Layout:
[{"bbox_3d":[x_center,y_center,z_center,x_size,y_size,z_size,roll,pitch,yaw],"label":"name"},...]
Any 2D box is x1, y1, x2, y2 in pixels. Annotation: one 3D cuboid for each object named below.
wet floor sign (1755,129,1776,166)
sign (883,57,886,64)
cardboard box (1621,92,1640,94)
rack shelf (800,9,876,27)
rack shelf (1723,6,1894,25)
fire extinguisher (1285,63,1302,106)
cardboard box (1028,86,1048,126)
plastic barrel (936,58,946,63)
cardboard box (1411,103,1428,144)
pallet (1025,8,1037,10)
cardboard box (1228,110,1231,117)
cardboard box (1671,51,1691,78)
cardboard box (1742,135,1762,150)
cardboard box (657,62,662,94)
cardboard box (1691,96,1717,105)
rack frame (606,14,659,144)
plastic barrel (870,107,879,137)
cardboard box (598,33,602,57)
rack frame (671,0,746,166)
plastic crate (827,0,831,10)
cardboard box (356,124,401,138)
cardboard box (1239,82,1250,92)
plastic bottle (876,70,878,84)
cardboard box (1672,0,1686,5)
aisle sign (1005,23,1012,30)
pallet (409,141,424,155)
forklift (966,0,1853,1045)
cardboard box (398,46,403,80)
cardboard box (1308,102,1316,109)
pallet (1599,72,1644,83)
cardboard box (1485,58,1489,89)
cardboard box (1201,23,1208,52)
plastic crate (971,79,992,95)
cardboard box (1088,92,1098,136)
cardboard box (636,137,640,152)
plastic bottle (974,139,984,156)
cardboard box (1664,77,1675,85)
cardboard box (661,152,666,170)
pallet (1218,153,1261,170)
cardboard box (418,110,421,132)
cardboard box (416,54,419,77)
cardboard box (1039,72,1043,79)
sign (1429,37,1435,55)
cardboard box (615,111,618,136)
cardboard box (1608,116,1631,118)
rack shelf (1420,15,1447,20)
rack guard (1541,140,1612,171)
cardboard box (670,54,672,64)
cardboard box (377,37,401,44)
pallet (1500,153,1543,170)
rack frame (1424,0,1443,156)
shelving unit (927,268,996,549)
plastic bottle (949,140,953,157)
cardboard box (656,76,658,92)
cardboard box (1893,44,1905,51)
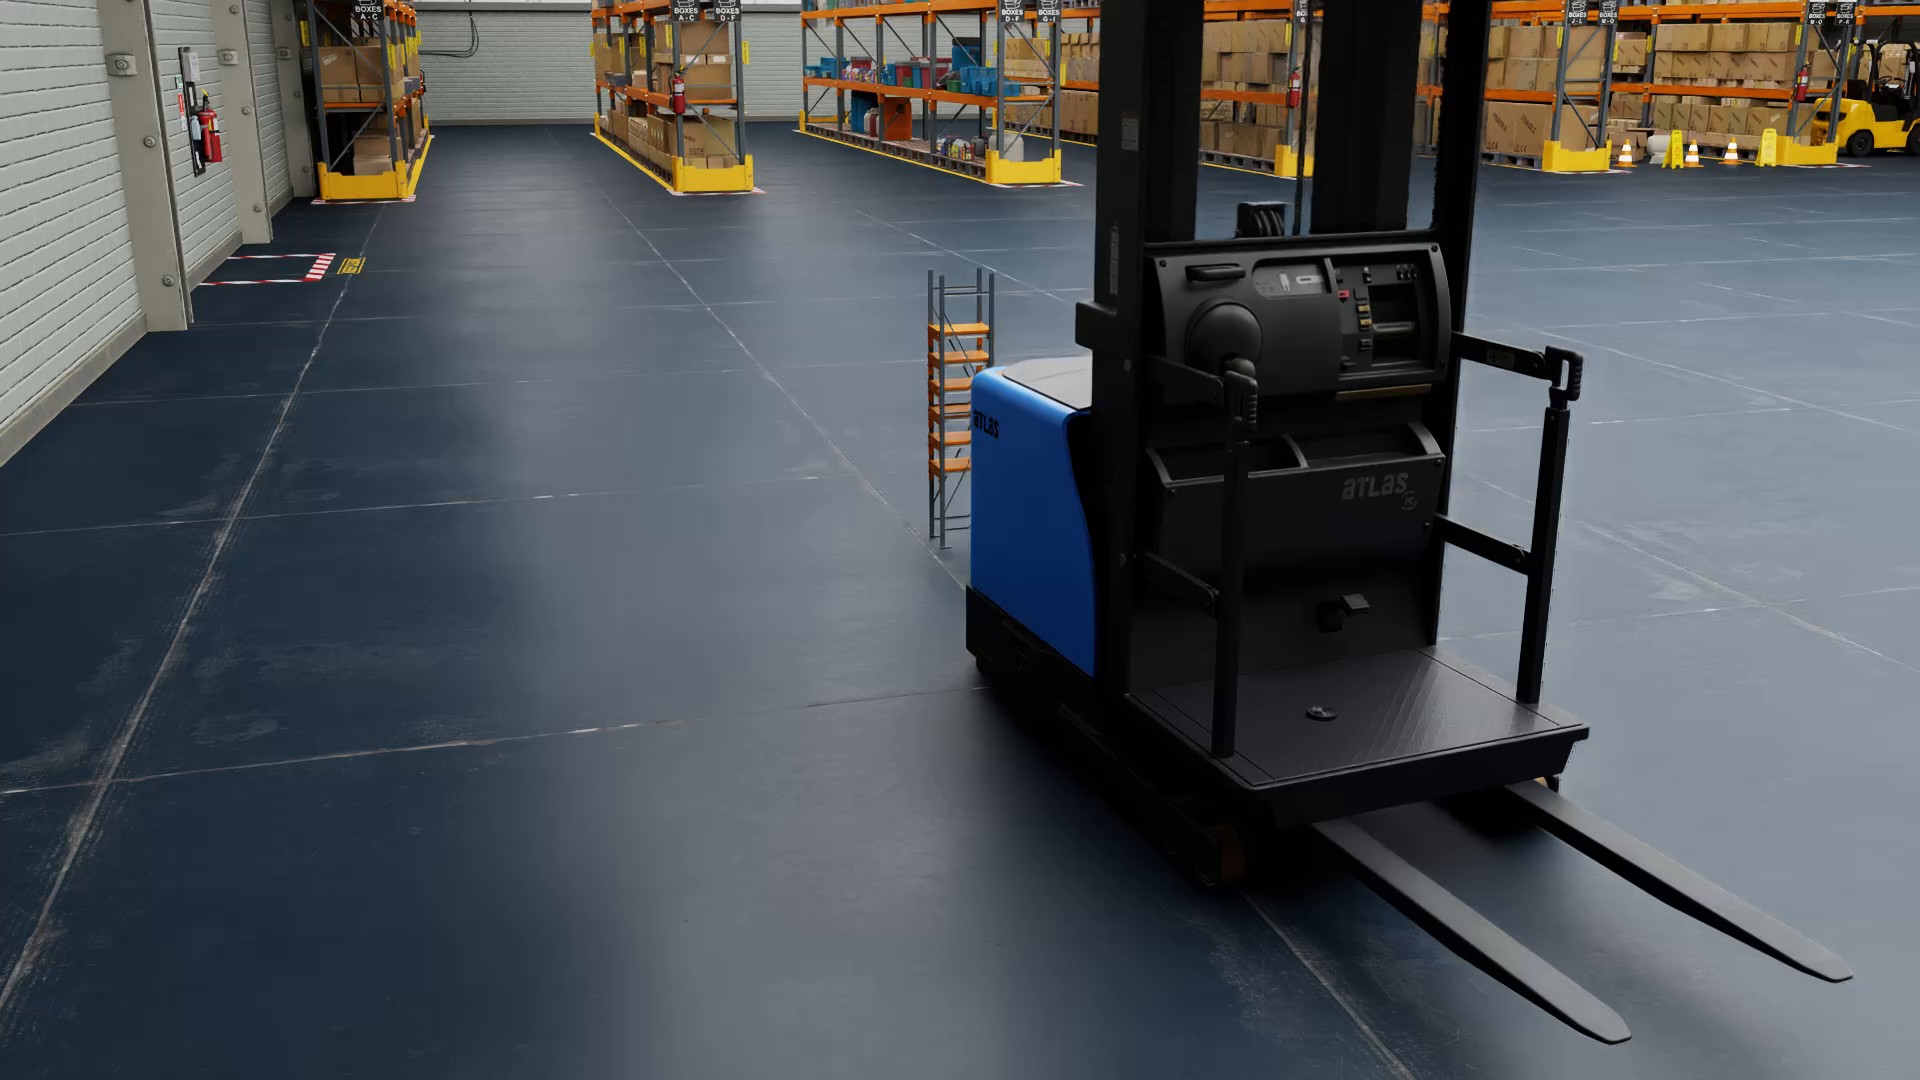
[{"bbox_3d":[14.379,-6.991,29.603,0.267,0.644,0.232,1,17,4],"label":"wet floor sign"},{"bbox_3d":[-1.704,-10.575,36.963,0.100,0.325,0.005,-5,17,-15],"label":"sign"},{"bbox_3d":[16.789,-11.237,41.617,0.380,0.149,0.250,-6,18,-18],"label":"cardboard box"},{"bbox_3d":[-2.783,-12.045,38.373,1.077,0.370,4.000,-5,17,-15],"label":"rack shelf"},{"bbox_3d":[18.478,-11.401,36.228,1.077,0.370,4.000,-5,17,-15],"label":"rack shelf"},{"bbox_3d":[5.415,-7.367,26.897,0.296,0.674,0.183,-5,17,-15],"label":"fire extinguisher"},{"bbox_3d":[2.177,-10.413,39.866,0.875,0.875,0.875,-5,17,-15],"label":"cardboard box"},{"bbox_3d":[-0.288,-8.737,31.087,0.433,0.535,0.433,0,17,0],"label":"plastic barrel"},{"bbox_3d":[9.267,-8.231,32.820,1.050,0.750,0.750,-5,17,-16],"label":"cardboard box"},{"bbox_3d":[1.983,-12.749,39.622,1.003,0.211,1.213,-5,17,-15],"label":"pallet"},{"bbox_3d":[6.782,-10.419,40.634,0.380,0.149,0.250,-5,17,-15],"label":"cardboard box"},{"bbox_3d":[14.269,-9.272,32.413,0.500,0.500,0.500,-5,17,-15],"label":"cardboard box"},{"bbox_3d":[14.868,-7.349,30.752,0.500,0.250,0.500,-5,17,-16],"label":"cardboard box"},{"bbox_3d":[-4.670,-7.722,27.771,0.700,0.500,0.500,-5,17,-17],"label":"cardboard box"},{"bbox_3d":[14.355,-8.476,32.073,0.380,0.149,0.250,-4,17,-12],"label":"cardboard box"},{"bbox_3d":[-6.997,-10.009,35.559,1.000,3.000,0.127,-5,17,-15],"label":"rack frame"},{"bbox_3d":[-1.595,-8.786,34.949,0.600,0.588,0.708,-5,17,-15],"label":"plastic barrel"},{"bbox_3d":[-7.804,-11.075,37.197,0.500,0.500,0.500,-5,17,-16],"label":"cardboard box"},{"bbox_3d":[-3.699,-6.690,24.509,1.000,3.000,0.127,-5,17,-15],"label":"rack frame"},{"bbox_3d":[-2.790,-11.983,37.206,0.416,0.233,0.300,-5,17,-15],"label":"plastic crate"},{"bbox_3d":[-10.218,-7.042,29.261,0.700,0.500,0.500,-5,17,-16],"label":"cardboard box"},{"bbox_3d":[5.037,-7.821,28.711,0.380,0.149,0.250,-5,17,-15],"label":"cardboard box"},{"bbox_3d":[-1.655,-9.316,33.453,0.061,0.283,0.133,-5,17,-15],"label":"plastic bottle"},{"bbox_3d":[14.122,-10.496,32.401,0.380,0.149,0.250,-5,17,-15],"label":"cardboard box"},{"bbox_3d":[1.122,-13.139,41.460,0.394,0.787,0.004,-5,17,-15],"label":"aisle sign"},{"bbox_3d":[-11.135,-7.735,32.837,1.003,0.211,1.213,-5,17,-15],"label":"pallet"},{"bbox_3d":[1.043,-0.624,4.433,1.130,2.935,3.031,-7,18,-21],"label":"forklift"},{"bbox_3d":[-8.990,-7.457,25.984,0.500,0.500,0.500,-5,17,-16],"label":"cardboard box"},{"bbox_3d":[7.985,-9.581,36.444,0.500,0.250,0.500,-5,17,-17],"label":"cardboard box"},{"bbox_3d":[13.740,-9.832,35.304,1.003,0.211,1.213,-5,17,-15],"label":"pallet"},{"bbox_3d":[9.845,-8.604,30.622,0.875,0.550,0.550,-5,17,-15],"label":"cardboard box"},{"bbox_3d":[4.607,-9.103,30.114,0.500,0.500,0.500,-5,17,-15],"label":"cardboard box"},{"bbox_3d":[0.466,-7.304,26.812,0.499,0.251,0.408,-5,17,-15],"label":"plastic crate"},{"bbox_3d":[3.459,-9.061,35.366,1.225,0.875,0.875,-6,18,-18],"label":"cardboard box"},{"bbox_3d":[-5.608,-7.195,30.239,0.500,0.250,0.500,-4,17,-14],"label":"cardboard box"},{"bbox_3d":[0.337,-6.866,29.065,0.152,0.276,0.135,-5,17,-15],"label":"plastic bottle"},{"bbox_3d":[14.153,-9.063,32.847,0.380,0.149,0.250,-4,17,-14],"label":"cardboard box"},{"bbox_3d":[-4.419,-5.975,26.177,0.500,0.250,0.500,-5,17,-15],"label":"cardboard box"},{"bbox_3d":[5.285,-6.722,29.463,1.003,0.211,1.213,-5,17,-15],"label":"pallet"},{"bbox_3d":[-12.140,-9.117,36.204,0.700,0.500,0.500,-4,17,-14],"label":"cardboard box"},{"bbox_3d":[-12.498,-10.526,36.758,0.980,0.700,0.700,-5,17,-16],"label":"cardboard box"},{"bbox_3d":[2.059,-10.801,38.631,0.380,0.149,0.250,-4,17,-14],"label":"cardboard box"},{"bbox_3d":[9.005,-9.414,31.702,0.100,0.325,0.005,-5,17,-15],"label":"sign"},{"bbox_3d":[-6.941,-8.723,34.858,0.500,0.500,0.500,-4,17,-14],"label":"cardboard box"},{"bbox_3d":[13.716,-8.840,35.506,0.950,0.372,0.625,-4,17,-13],"label":"cardboard box"},{"bbox_3d":[11.508,-13.220,42.285,1.077,0.370,4.000,-5,17,-15],"label":"rack shelf"},{"bbox_3d":[10.630,-6.632,28.663,1.175,0.500,0.348,-5,17,-15],"label":"rack guard"},{"bbox_3d":[-4.271,-7.424,25.653,0.380,0.149,0.250,-4,17,-14],"label":"cardboard box"},{"bbox_3d":[-10.544,-9.223,30.913,0.500,0.250,0.500,-4,17,-14],"label":"cardboard box"},{"bbox_3d":[10.329,-6.716,29.442,1.003,0.211,1.213,-5,17,-15],"label":"pallet"},{"bbox_3d":[9.524,-8.943,32.009,1.000,3.000,0.127,-5,17,-15],"label":"rack frame"},{"bbox_3d":[0.004,-0.571,7.266,0.258,1.200,0.189,-5,17,-15],"label":"shelving unit"},{"bbox_3d":[-0.155,-6.739,28.631,0.061,0.283,0.133,-4,17,-13],"label":"plastic bottle"},{"bbox_3d":[-4.976,-7.857,28.656,0.500,0.250,0.500,-4,17,-12],"label":"cardboard box"},{"bbox_3d":[19.039,-9.930,33.479,0.380,0.149,0.250,-4,17,-14],"label":"cardboard box"}]
